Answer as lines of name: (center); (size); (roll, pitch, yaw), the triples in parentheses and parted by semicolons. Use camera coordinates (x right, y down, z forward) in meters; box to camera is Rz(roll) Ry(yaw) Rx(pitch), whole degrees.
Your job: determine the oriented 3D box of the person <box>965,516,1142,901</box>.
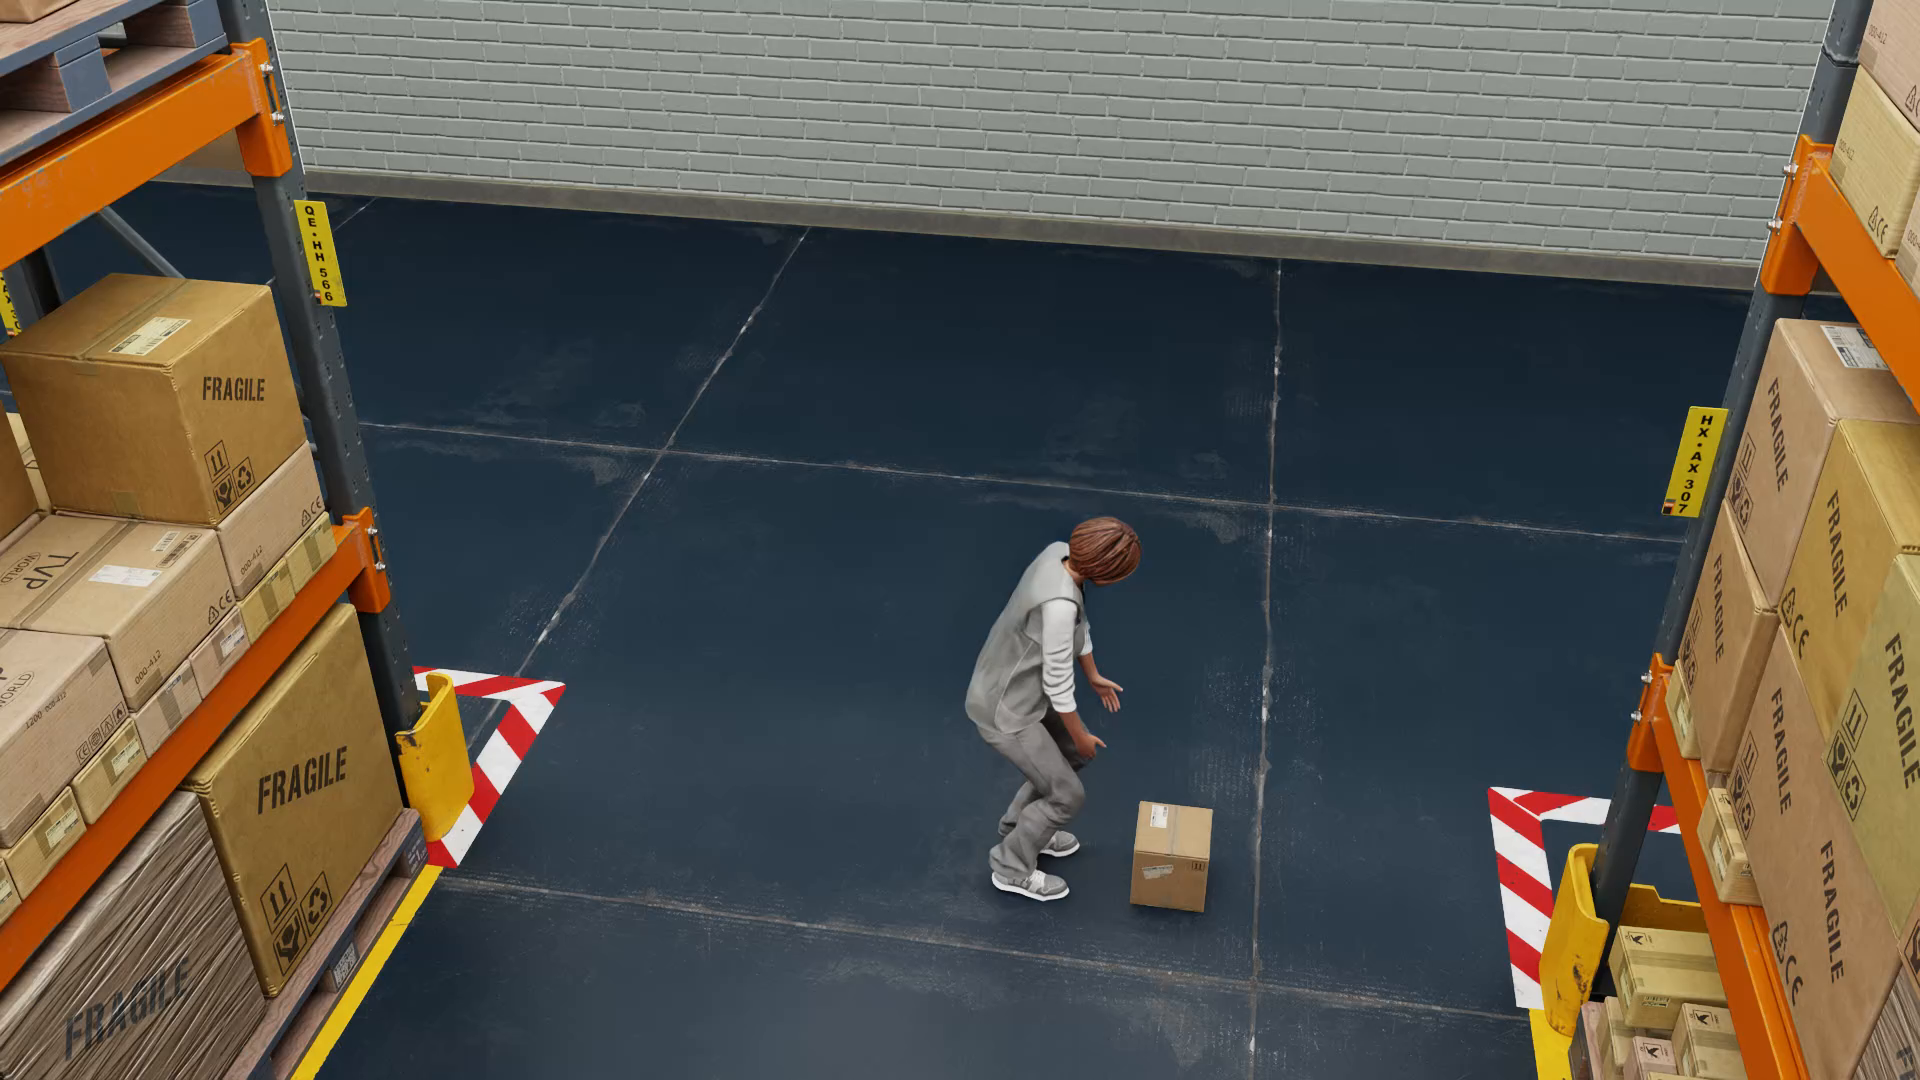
person: (0.292, 0.539, 5.478); (0.540, 1.429, 0.454); (6, 33, 9)
